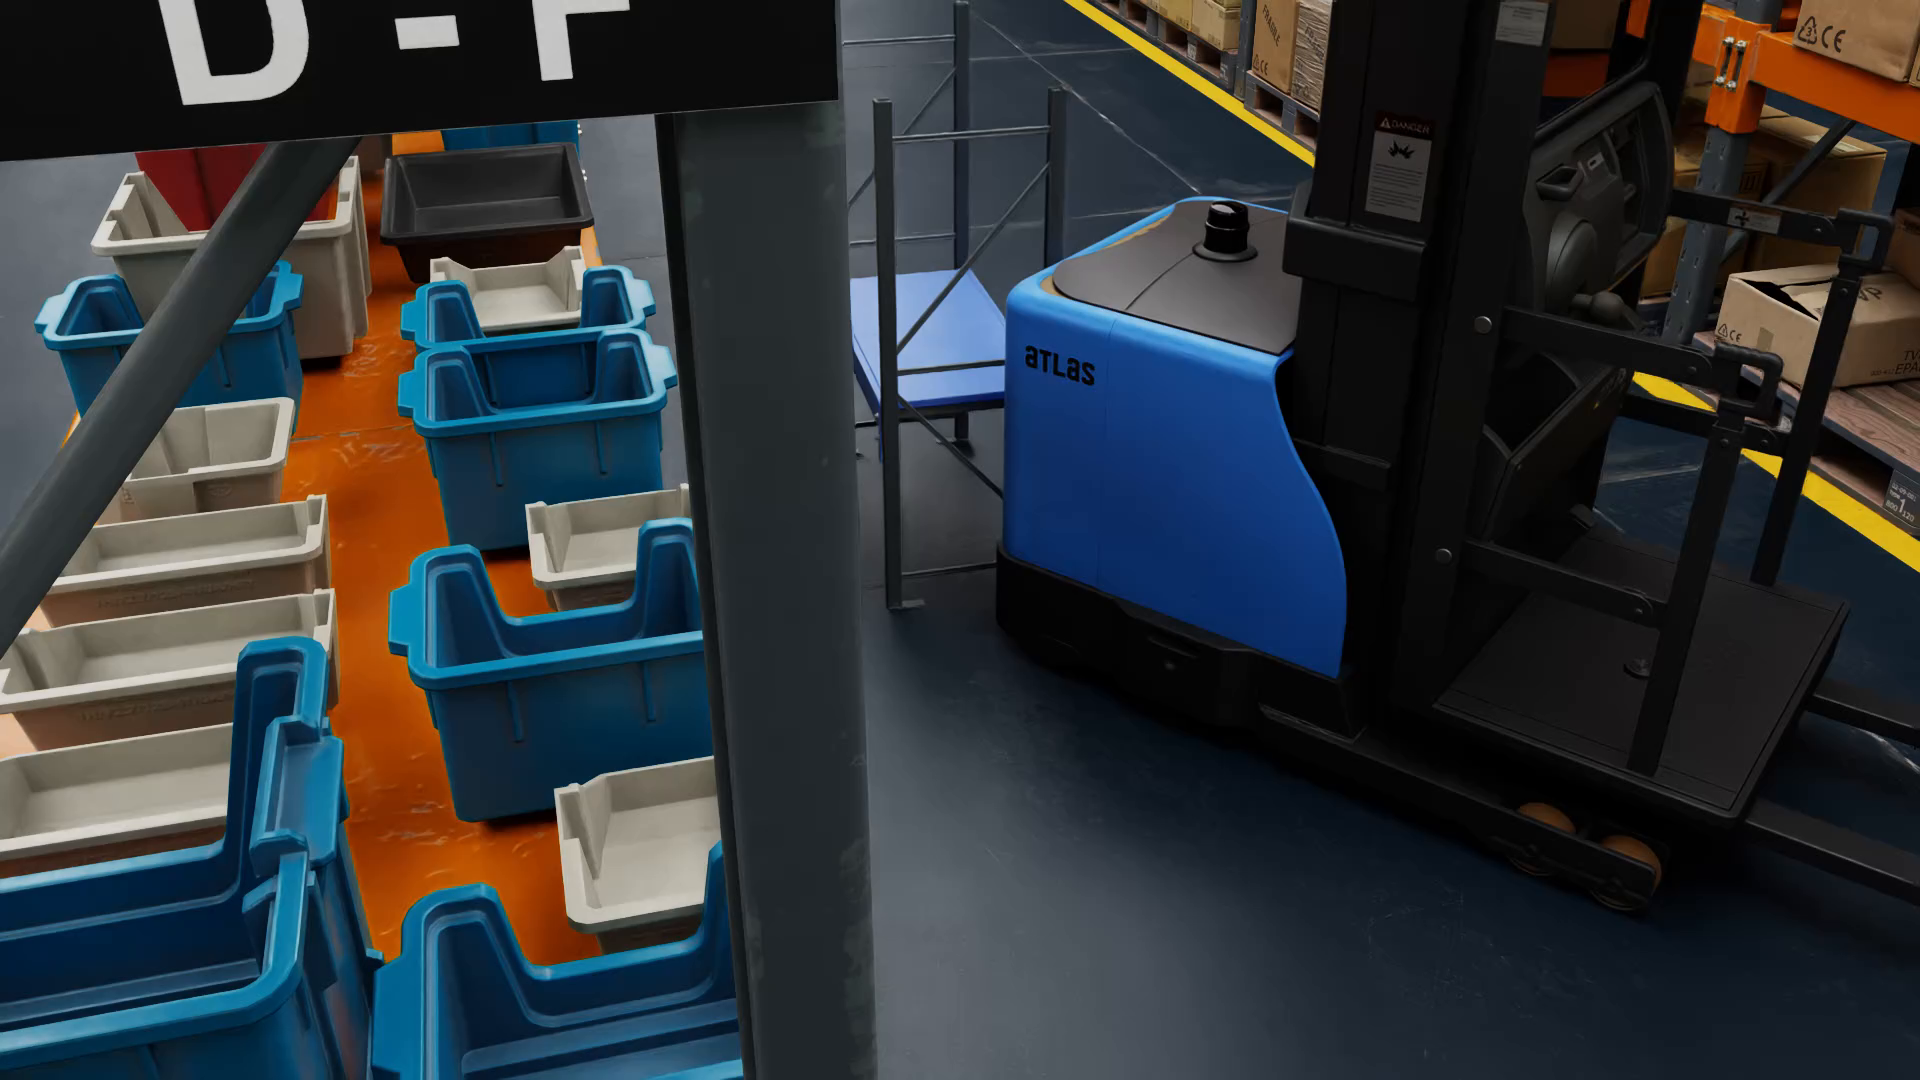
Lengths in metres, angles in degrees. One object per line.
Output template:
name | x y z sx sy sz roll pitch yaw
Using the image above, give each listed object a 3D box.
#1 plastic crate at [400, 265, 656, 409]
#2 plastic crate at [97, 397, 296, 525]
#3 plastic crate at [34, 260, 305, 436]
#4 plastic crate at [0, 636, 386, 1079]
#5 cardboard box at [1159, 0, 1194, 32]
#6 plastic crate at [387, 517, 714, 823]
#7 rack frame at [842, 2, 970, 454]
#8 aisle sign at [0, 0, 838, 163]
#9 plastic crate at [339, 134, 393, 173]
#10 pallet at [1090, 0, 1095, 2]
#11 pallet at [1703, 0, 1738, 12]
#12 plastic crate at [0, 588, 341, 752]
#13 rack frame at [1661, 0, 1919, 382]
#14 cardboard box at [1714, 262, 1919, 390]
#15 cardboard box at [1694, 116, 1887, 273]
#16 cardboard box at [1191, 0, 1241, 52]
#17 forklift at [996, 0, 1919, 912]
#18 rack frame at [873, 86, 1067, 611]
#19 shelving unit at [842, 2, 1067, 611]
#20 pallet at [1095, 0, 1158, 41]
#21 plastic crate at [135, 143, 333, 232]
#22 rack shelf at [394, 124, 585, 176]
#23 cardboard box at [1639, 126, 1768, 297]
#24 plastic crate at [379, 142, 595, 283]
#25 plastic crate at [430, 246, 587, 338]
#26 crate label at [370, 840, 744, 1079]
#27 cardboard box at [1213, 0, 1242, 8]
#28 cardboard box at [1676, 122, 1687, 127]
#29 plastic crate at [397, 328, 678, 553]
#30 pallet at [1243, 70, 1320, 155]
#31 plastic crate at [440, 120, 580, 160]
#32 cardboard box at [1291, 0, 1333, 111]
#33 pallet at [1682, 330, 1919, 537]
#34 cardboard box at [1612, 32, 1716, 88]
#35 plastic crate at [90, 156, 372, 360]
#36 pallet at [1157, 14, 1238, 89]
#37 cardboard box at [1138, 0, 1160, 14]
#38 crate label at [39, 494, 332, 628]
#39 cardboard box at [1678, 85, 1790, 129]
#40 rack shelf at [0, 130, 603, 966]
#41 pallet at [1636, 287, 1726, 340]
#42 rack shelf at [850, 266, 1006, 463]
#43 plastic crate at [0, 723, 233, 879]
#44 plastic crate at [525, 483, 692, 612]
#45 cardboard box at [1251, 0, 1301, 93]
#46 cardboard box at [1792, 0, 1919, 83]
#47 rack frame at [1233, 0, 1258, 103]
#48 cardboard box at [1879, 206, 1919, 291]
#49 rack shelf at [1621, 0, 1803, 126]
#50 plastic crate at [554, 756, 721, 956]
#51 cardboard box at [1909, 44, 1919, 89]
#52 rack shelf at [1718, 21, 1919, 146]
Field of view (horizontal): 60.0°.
plastic crate | -0.733 -0.300 2.881 0.416 0.233 0.300 -8 31 -13
plastic crate | -1.204 -0.098 2.628 0.298 0.136 0.250 -8 31 -13
plastic crate | -1.348 -0.314 2.905 0.416 0.233 0.300 -8 31 -13
plastic crate | -0.825 0.419 1.436 0.616 0.435 0.499 -8 31 -13
cardboard box | 1.582 -3.385 10.430 0.500 0.250 0.500 -8 31 -14
plastic crate | -0.479 0.163 2.082 0.416 0.233 0.300 -8 31 -13
rack frame | -0.217 -0.972 5.432 0.500 1.500 0.032 -7 31 -12
aisle sign | -0.250 -0.532 0.581 0.394 0.787 0.004 -8 31 -13
plastic crate | -1.632 -1.003 4.191 0.396 0.136 0.243 -8 31 -13
pallet | 1.269 -4.298 12.464 1.003 0.211 1.213 -8 31 -13
pallet | 3.052 -2.309 6.436 1.003 0.211 1.213 -8 31 -13
plastic crate | -1.010 0.174 2.159 0.396 0.136 0.243 -8 31 -13
rack frame | 3.159 -1.991 5.696 1.000 3.000 0.127 -8 31 -13
cardboard box | 3.062 -0.787 5.860 0.500 0.311 0.500 -8 31 -13
cardboard box | 3.266 -1.366 6.672 0.500 0.500 0.500 -9 31 -16
cardboard box | 1.723 -3.137 10.000 0.500 0.250 0.500 -7 31 -12
forklift | 1.584 -0.728 3.582 3.031 2.935 1.130 21 36 31
rack frame | 0.028 -0.477 4.578 0.500 1.500 0.032 -7 31 -12
shelving unit | -0.094 -0.725 5.005 0.538 1.500 1.048 -7 31 -12
pallet | 1.596 -3.707 11.444 1.003 0.211 1.213 -8 31 -13
plastic crate | -1.622 -0.924 3.728 0.402 0.464 0.583 -8 31 -13
rack shelf | -2.148 -1.989 6.410 1.077 0.370 4.000 -8 31 -13
cardboard box | 2.752 -1.300 6.558 0.500 0.500 0.500 -8 31 -14
plastic crate | -1.061 -0.737 3.743 0.437 0.125 0.590 -8 31 -13
plastic crate | -0.865 -0.445 3.228 0.293 0.136 0.466 -8 31 -13
crate label | -0.304 0.481 1.532 0.416 0.233 0.303 -8 31 -13
cardboard box | 1.721 -3.378 9.857 0.500 0.311 0.500 -7 31 -12
cardboard box | 2.629 -1.540 6.972 0.500 0.500 0.500 -8 31 -13
plastic crate | -0.653 -0.155 2.631 0.416 0.233 0.300 -8 31 -13
pallet | 2.259 -2.351 9.101 1.003 0.211 1.213 -8 31 -13
plastic crate | -1.165 -1.173 4.239 0.392 0.384 0.575 -8 31 -13
cardboard box | 2.087 -2.522 8.669 0.500 0.500 0.500 -9 31 -15
pallet | 3.341 -0.453 5.821 1.003 0.211 1.213 -8 31 -13
cardboard box | 3.000 -2.173 7.318 0.500 0.250 0.500 -8 31 -13
plastic crate | -1.390 -0.547 3.260 0.437 0.282 0.530 -8 31 -13
pallet | 1.917 -3.119 10.428 1.003 0.211 1.213 -8 31 -13
cardboard box | 1.452 -3.628 10.850 0.500 0.250 0.500 -7 31 -12
crate label | -1.107 0.043 2.385 0.396 0.136 0.243 -8 31 -13
cardboard box | 3.113 -1.622 7.114 0.500 0.500 0.500 -7 31 -13
rack shelf | -1.087 -0.057 3.073 1.077 0.370 4.000 -8 31 -13
pallet | 2.907 -1.172 7.065 1.003 0.211 1.213 -8 31 -13
rack shelf | -0.094 -0.569 5.095 0.538 0.185 1.000 -7 31 -12
plastic crate | -0.947 0.316 1.914 0.396 0.136 0.243 -8 31 -13
plastic crate | -0.489 0.029 2.409 0.250 0.136 0.298 -8 31 -13
cardboard box | 1.943 -2.774 9.104 0.500 0.500 0.500 -7 31 -11
cardboard box | 3.032 -1.752 5.183 0.500 0.500 0.500 -7 31 -12
rack frame | 2.097 -3.923 9.034 1.000 3.000 0.127 -8 31 -13
cardboard box | 3.584 -0.862 5.802 0.500 0.500 0.500 -8 31 -13
rack shelf | 2.628 -2.646 7.545 1.077 0.370 4.000 -8 31 -13
plastic crate | -0.309 0.357 1.843 0.250 0.136 0.298 -8 31 -13
cardboard box | 3.171 -1.505 4.757 0.500 0.500 0.500 -7 31 -12
rack shelf | 3.690 -0.714 4.207 1.077 0.370 4.000 -8 31 -13
